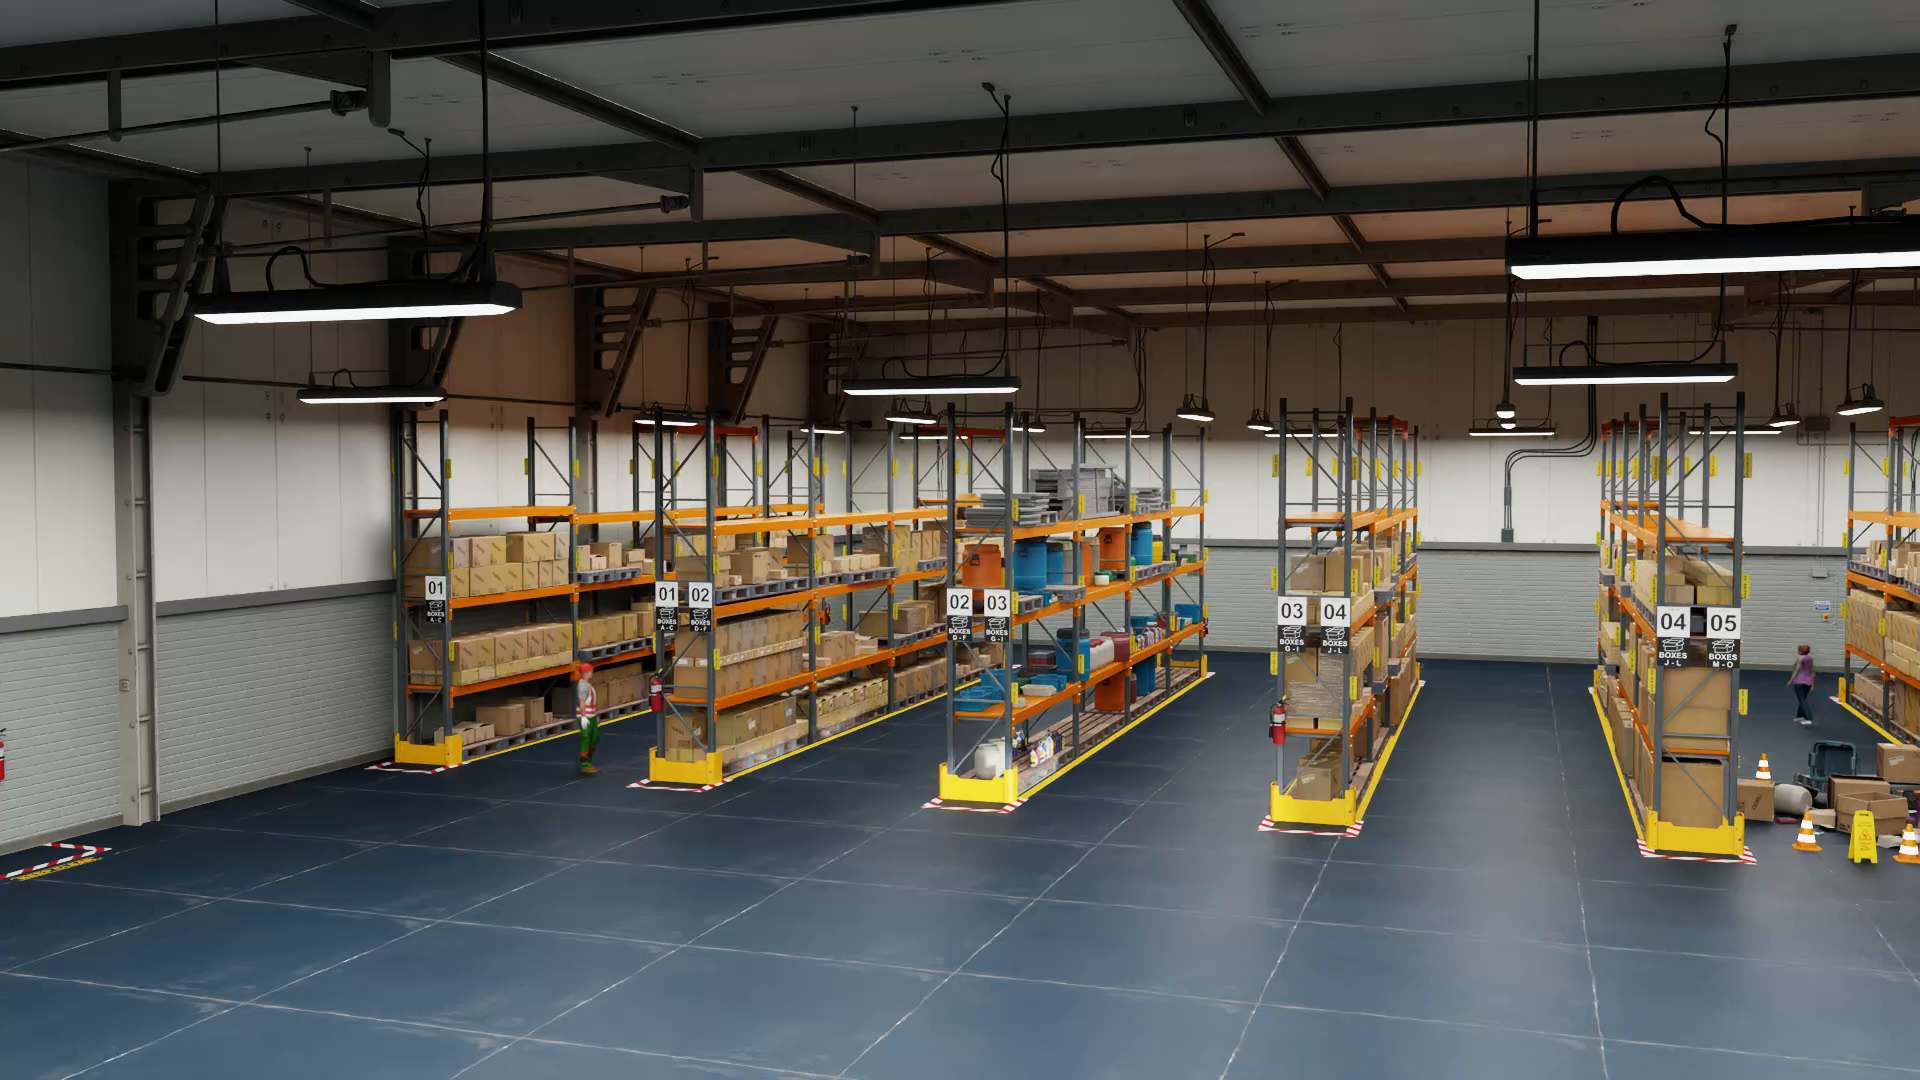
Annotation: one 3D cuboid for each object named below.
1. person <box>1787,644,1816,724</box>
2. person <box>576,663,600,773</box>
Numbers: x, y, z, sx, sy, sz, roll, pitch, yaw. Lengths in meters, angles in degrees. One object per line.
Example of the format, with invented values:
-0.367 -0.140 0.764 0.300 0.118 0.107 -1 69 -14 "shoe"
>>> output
16.454 2.806 32.499 0.494 1.577 0.842 0 2 -1 "person"
-6.149 2.947 27.461 0.374 1.822 0.648 0 2 -2 "person"
